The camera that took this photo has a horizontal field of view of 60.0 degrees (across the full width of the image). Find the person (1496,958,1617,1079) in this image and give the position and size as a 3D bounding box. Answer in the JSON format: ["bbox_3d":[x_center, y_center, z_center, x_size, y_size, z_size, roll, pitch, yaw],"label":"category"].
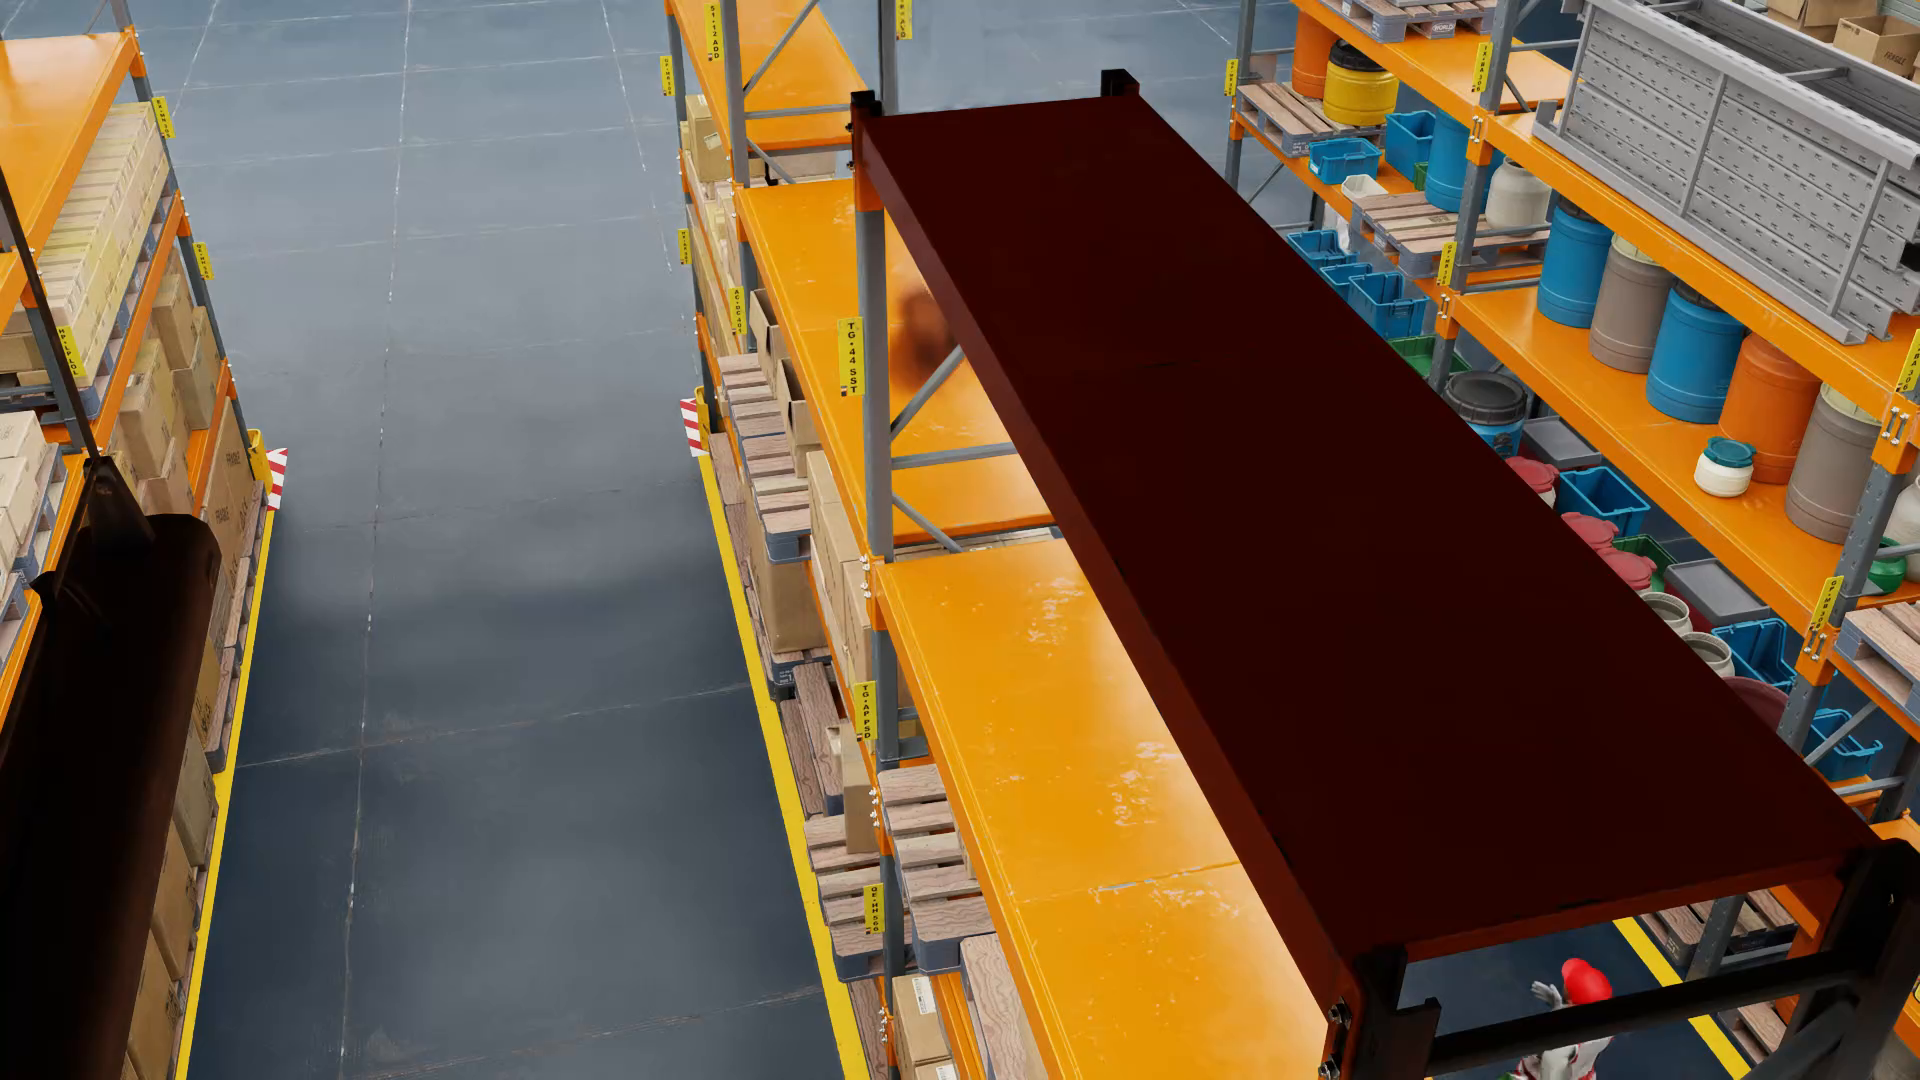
[{"bbox_3d":[2.977,2.781,8.455,0.632,1.824,0.705,-12,36,-17],"label":"person"}]

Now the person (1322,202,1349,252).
[{"bbox_3d":[3.749,-3.008,16.986,0.573,1.701,0.685,25,42,32],"label":"person"}]
